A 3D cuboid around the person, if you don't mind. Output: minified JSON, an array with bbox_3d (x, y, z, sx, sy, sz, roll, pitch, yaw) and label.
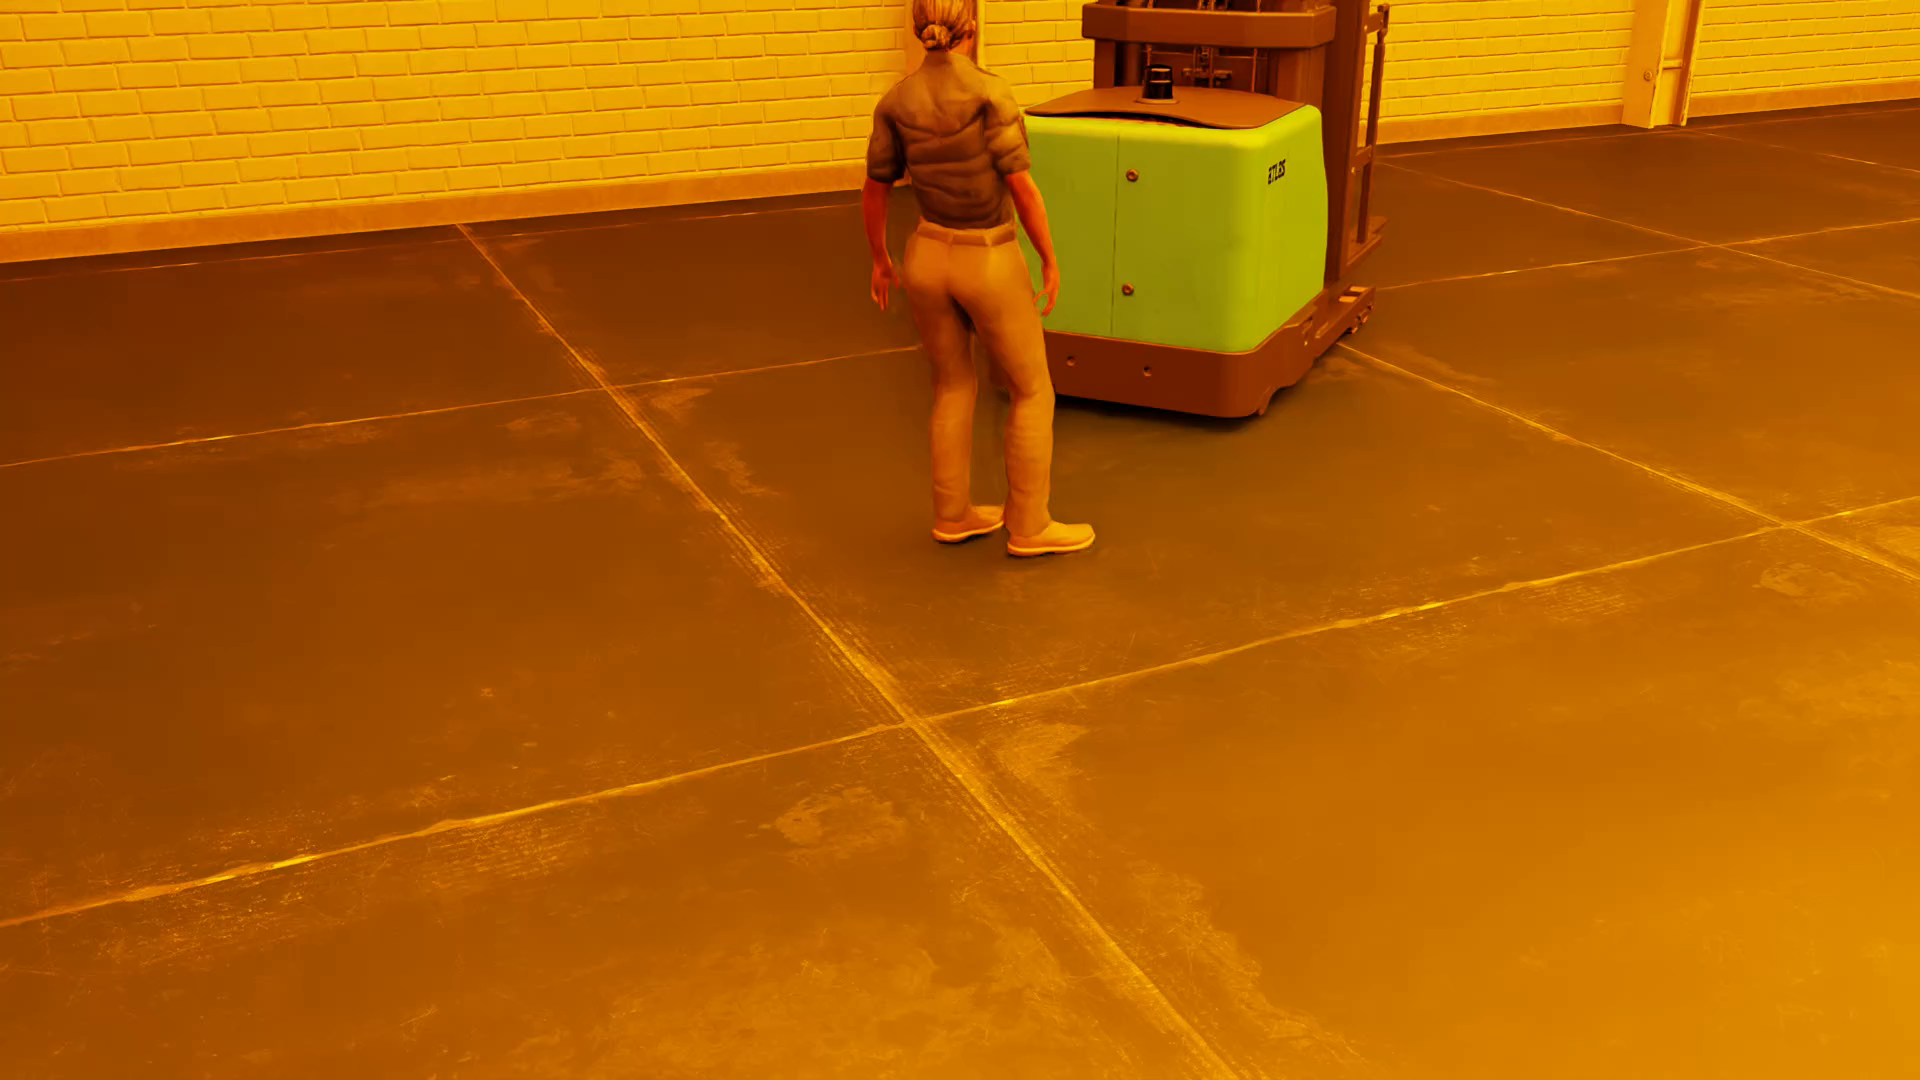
[{"bbox_3d":[0.038,-0.763,4.818,0.718,1.651,0.362,10,25,24],"label":"person"}]

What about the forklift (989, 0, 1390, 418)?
[{"bbox_3d":[1.209,-2.322,6.875,1.130,2.935,3.031,11,25,24],"label":"forklift"}]
